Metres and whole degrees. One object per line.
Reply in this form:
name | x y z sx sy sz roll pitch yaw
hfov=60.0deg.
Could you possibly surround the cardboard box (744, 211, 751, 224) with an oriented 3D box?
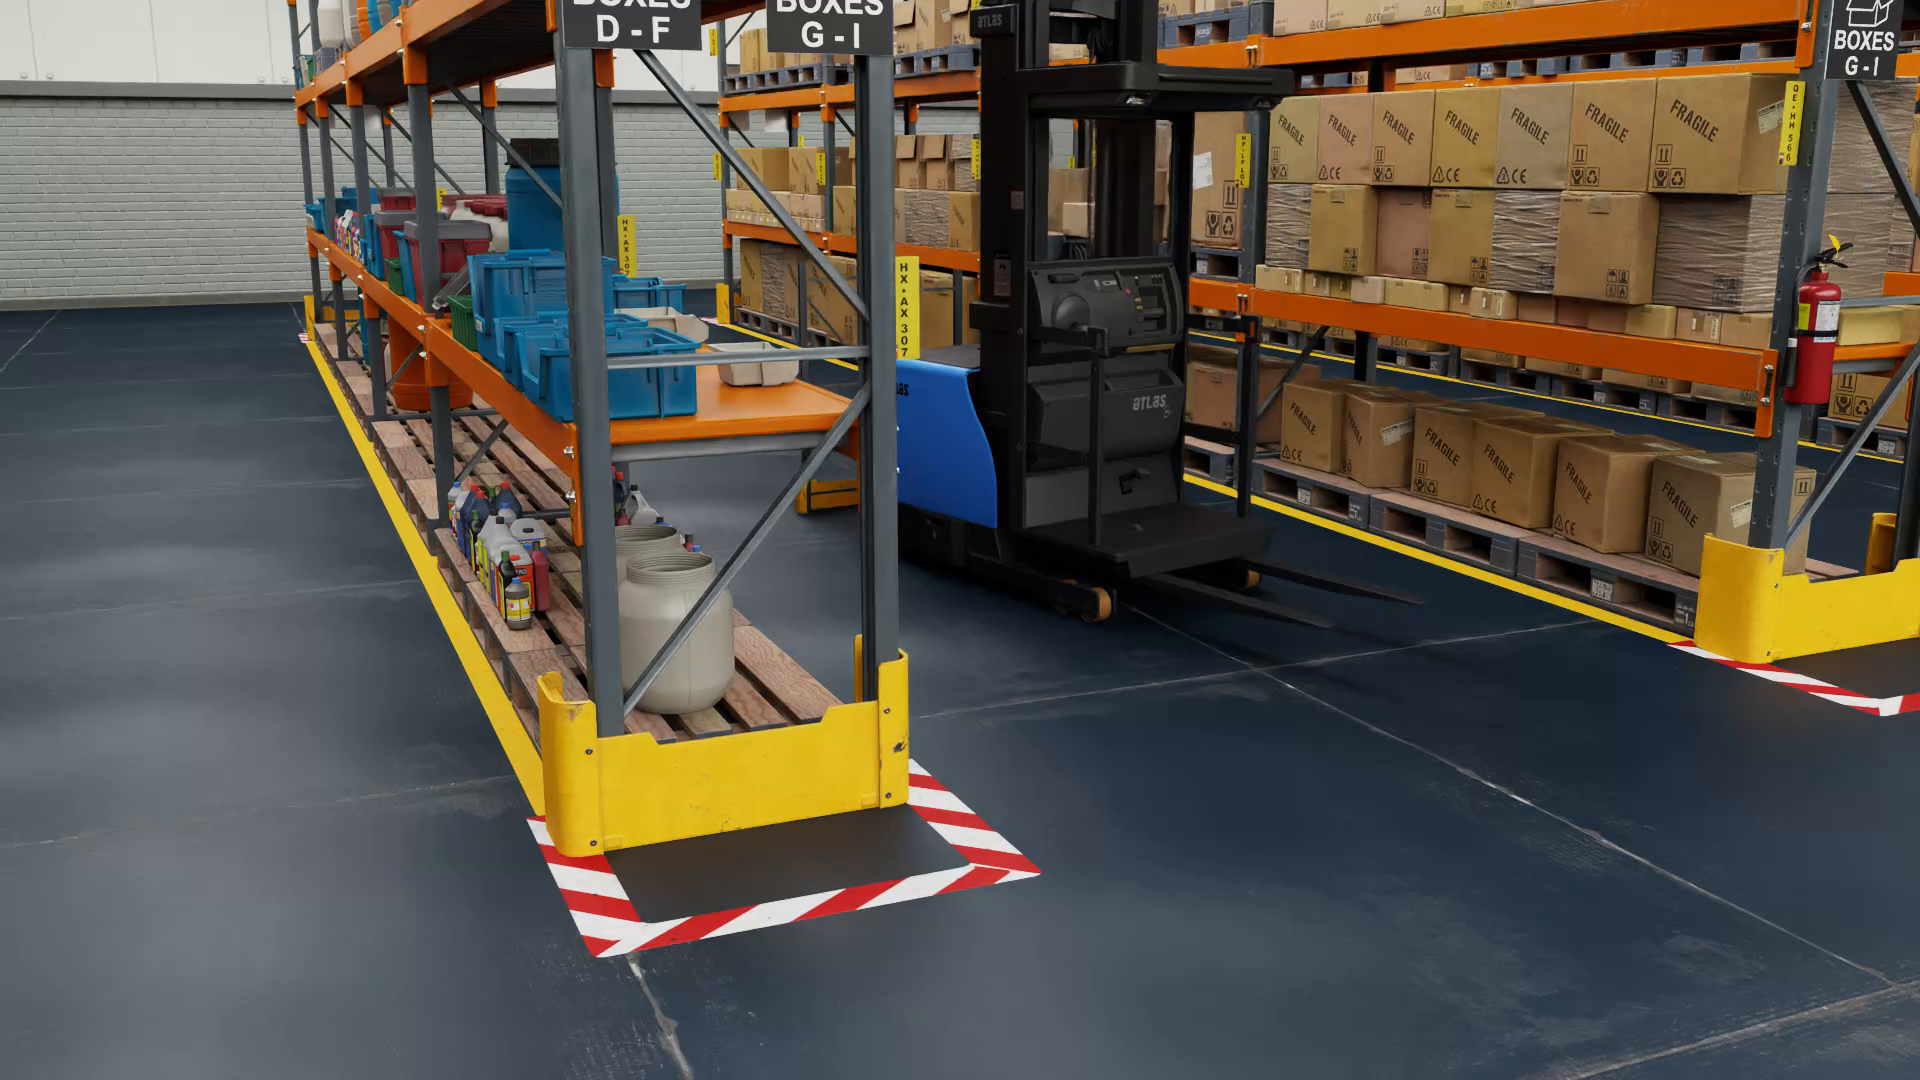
cardboard box | -2.401 -3.921 20.218 0.380 0.149 0.250 -6 14 -24

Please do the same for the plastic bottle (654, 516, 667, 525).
plastic bottle | -1.381 0.025 7.683 0.097 0.271 0.097 0 13 0

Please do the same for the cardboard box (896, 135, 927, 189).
cardboard box | -0.160 -3.616 15.896 0.797 0.503 0.637 -5 14 -21

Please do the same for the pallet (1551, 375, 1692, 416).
pallet | 5.968 -1.301 14.522 1.003 0.211 1.213 -6 14 -23

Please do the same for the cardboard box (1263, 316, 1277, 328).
cardboard box | 3.687 -2.717 19.070 0.500 0.500 0.500 -5 14 -21

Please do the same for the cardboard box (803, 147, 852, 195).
cardboard box | -1.380 -3.988 17.958 0.500 0.500 0.500 -5 14 -21

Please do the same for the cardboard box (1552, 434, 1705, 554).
cardboard box | 3.350 -0.239 8.360 0.500 0.500 0.500 -2 13 -8

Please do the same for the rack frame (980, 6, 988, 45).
rack frame | 0.652 -5.576 13.506 1.000 3.000 0.127 -6 14 -23

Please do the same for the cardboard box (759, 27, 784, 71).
cardboard box | -1.929 -5.738 19.481 0.700 0.500 0.500 -7 15 -27

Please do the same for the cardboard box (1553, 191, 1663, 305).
cardboard box | 3.351 -1.403 7.898 0.875 0.500 0.500 -6 14 -23

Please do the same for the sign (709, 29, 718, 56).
sign | -3.064 -6.183 20.667 0.100 0.325 0.005 -6 14 -23

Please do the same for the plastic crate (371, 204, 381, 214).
plastic crate | -5.932 -3.336 17.262 0.437 0.282 0.530 -6 14 -23

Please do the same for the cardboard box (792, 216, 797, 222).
cardboard box | -1.682 -3.550 18.615 0.380 0.149 0.250 -5 14 -22

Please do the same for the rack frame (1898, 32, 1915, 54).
rack frame | 9.732 -6.471 17.374 1.000 3.000 0.127 -6 14 -23

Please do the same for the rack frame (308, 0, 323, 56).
rack frame | -5.489 -5.955 15.144 1.000 3.000 0.127 -6 14 -23

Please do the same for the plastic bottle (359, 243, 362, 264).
plastic bottle | -4.562 -2.228 12.783 0.097 0.201 0.097 0 13 0

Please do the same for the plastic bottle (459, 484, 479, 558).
plastic bottle | -2.341 -0.099 8.046 0.144 0.351 0.185 -5 14 -21

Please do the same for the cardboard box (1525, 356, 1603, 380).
cardboard box | 5.751 -1.875 14.877 1.050 0.750 0.750 -5 14 -22

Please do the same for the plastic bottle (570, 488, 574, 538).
plastic bottle | -1.894 -0.184 8.410 0.144 0.351 0.185 -6 14 -23

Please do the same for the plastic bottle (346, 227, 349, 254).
plastic bottle | -5.128 -2.554 14.039 0.097 0.271 0.097 0 13 0

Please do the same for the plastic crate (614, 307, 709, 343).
plastic crate | -1.402 -0.939 7.358 0.530 0.136 0.437 -6 14 -23

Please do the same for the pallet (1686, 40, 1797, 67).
pallet | 6.427 -3.807 12.940 0.805 0.209 1.217 -6 14 -25

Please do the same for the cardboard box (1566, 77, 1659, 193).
cardboard box | 3.204 -1.876 7.723 0.500 0.500 0.500 -6 14 -23

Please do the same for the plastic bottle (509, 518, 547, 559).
plastic bottle | -1.970 0.045 7.587 0.152 0.276 0.135 -6 14 -23

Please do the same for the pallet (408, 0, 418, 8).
pallet | -1.906 -2.609 7.756 1.213 0.211 1.003 -6 14 -23

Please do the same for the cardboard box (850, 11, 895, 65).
cardboard box | -0.709 -5.076 16.843 0.700 0.500 0.500 -5 14 -22

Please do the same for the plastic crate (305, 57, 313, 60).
plastic crate | -6.146 -4.572 16.189 0.416 0.233 0.300 -6 14 -23

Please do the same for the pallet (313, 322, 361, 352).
pallet | -6.797 -2.327 18.954 1.003 0.211 1.213 -6 14 -23

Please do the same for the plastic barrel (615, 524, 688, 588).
plastic barrel | -1.217 0.221 6.347 0.421 0.512 0.421 0 13 0

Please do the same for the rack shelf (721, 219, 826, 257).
rack shelf | -1.752 -3.543 19.620 1.077 0.370 4.000 -6 14 -23

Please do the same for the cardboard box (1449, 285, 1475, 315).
cardboard box | 2.819 -1.277 8.792 0.380 0.149 0.250 -6 14 -23

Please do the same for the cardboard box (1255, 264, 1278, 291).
cardboard box | 2.064 -1.633 10.331 0.380 0.149 0.250 -6 14 -23

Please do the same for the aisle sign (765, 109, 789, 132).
aisle sign | -2.307 -5.615 21.212 0.394 0.787 0.004 -6 14 -23

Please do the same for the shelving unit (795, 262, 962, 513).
shelving unit | -0.477 -0.836 9.657 0.587 1.500 1.083 -8 15 -30

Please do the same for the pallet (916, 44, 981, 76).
pallet | 0.345 -4.151 14.420 1.213 0.211 1.003 -5 14 -20

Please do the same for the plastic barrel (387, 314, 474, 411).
plastic barrel | -4.098 -1.453 12.877 0.600 0.830 0.708 -6 14 -23

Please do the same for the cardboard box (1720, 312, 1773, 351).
cardboard box | 3.553 -0.919 7.244 0.380 0.149 0.250 -6 14 -23

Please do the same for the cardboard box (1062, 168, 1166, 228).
cardboard box | 1.220 -2.693 13.199 0.700 0.500 0.500 -3 13 -15

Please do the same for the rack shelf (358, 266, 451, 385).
rack shelf | -3.086 -1.443 10.546 1.077 0.370 4.000 -6 14 -23

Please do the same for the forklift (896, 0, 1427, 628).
forklift | 0.852 -1.170 7.925 1.130 2.935 3.031 -10 16 -36

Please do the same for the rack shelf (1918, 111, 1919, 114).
rack shelf | 13.477 -5.522 21.519 1.077 0.370 4.000 -6 14 -23

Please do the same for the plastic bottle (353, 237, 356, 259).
plastic bottle | -4.835 -2.368 13.391 0.097 0.201 0.097 0 13 0

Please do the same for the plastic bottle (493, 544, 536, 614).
plastic bottle | -1.895 0.165 7.070 0.152 0.276 0.135 -6 14 -23

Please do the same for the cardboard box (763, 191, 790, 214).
cardboard box | -1.982 -3.936 19.399 0.500 0.250 0.500 -6 14 -24

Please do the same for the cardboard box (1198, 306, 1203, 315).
cardboard box | 3.138 -2.834 20.355 0.380 0.149 0.250 -5 14 -21

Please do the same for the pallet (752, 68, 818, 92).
pallet | -1.754 -5.320 19.247 1.003 0.211 1.213 -6 14 -23

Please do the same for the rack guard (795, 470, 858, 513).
rack guard | -0.736 -0.323 10.213 0.587 0.250 0.087 -8 15 -30

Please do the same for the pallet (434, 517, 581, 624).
pallet | -2.054 0.121 8.378 1.003 0.211 1.213 -6 14 -23

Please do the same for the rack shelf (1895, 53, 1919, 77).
rack shelf | 7.640 -2.952 10.415 1.077 0.370 4.000 -6 14 -23

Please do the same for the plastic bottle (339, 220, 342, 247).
plastic bottle | -5.485 -2.738 14.832 0.097 0.271 0.097 0 13 0

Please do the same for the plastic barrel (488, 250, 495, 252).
plastic barrel | -2.674 -1.600 9.936 0.301 0.262 0.301 0 13 0

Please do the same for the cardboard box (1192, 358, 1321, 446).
cardboard box | 2.028 -0.953 11.401 0.700 0.500 0.500 -7 15 -27

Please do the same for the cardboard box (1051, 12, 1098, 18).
cardboard box | 1.012 -4.079 12.357 0.500 0.500 0.500 -6 14 -25

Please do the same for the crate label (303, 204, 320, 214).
crate label | -7.294 -3.726 19.055 0.416 0.233 0.303 -6 14 -23

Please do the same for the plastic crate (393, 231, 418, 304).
plastic crate | -3.011 -1.572 9.544 0.392 0.384 0.575 -6 14 -23

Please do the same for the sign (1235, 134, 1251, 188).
sign | 1.747 -2.340 10.262 0.100 0.325 0.005 -6 14 -23
